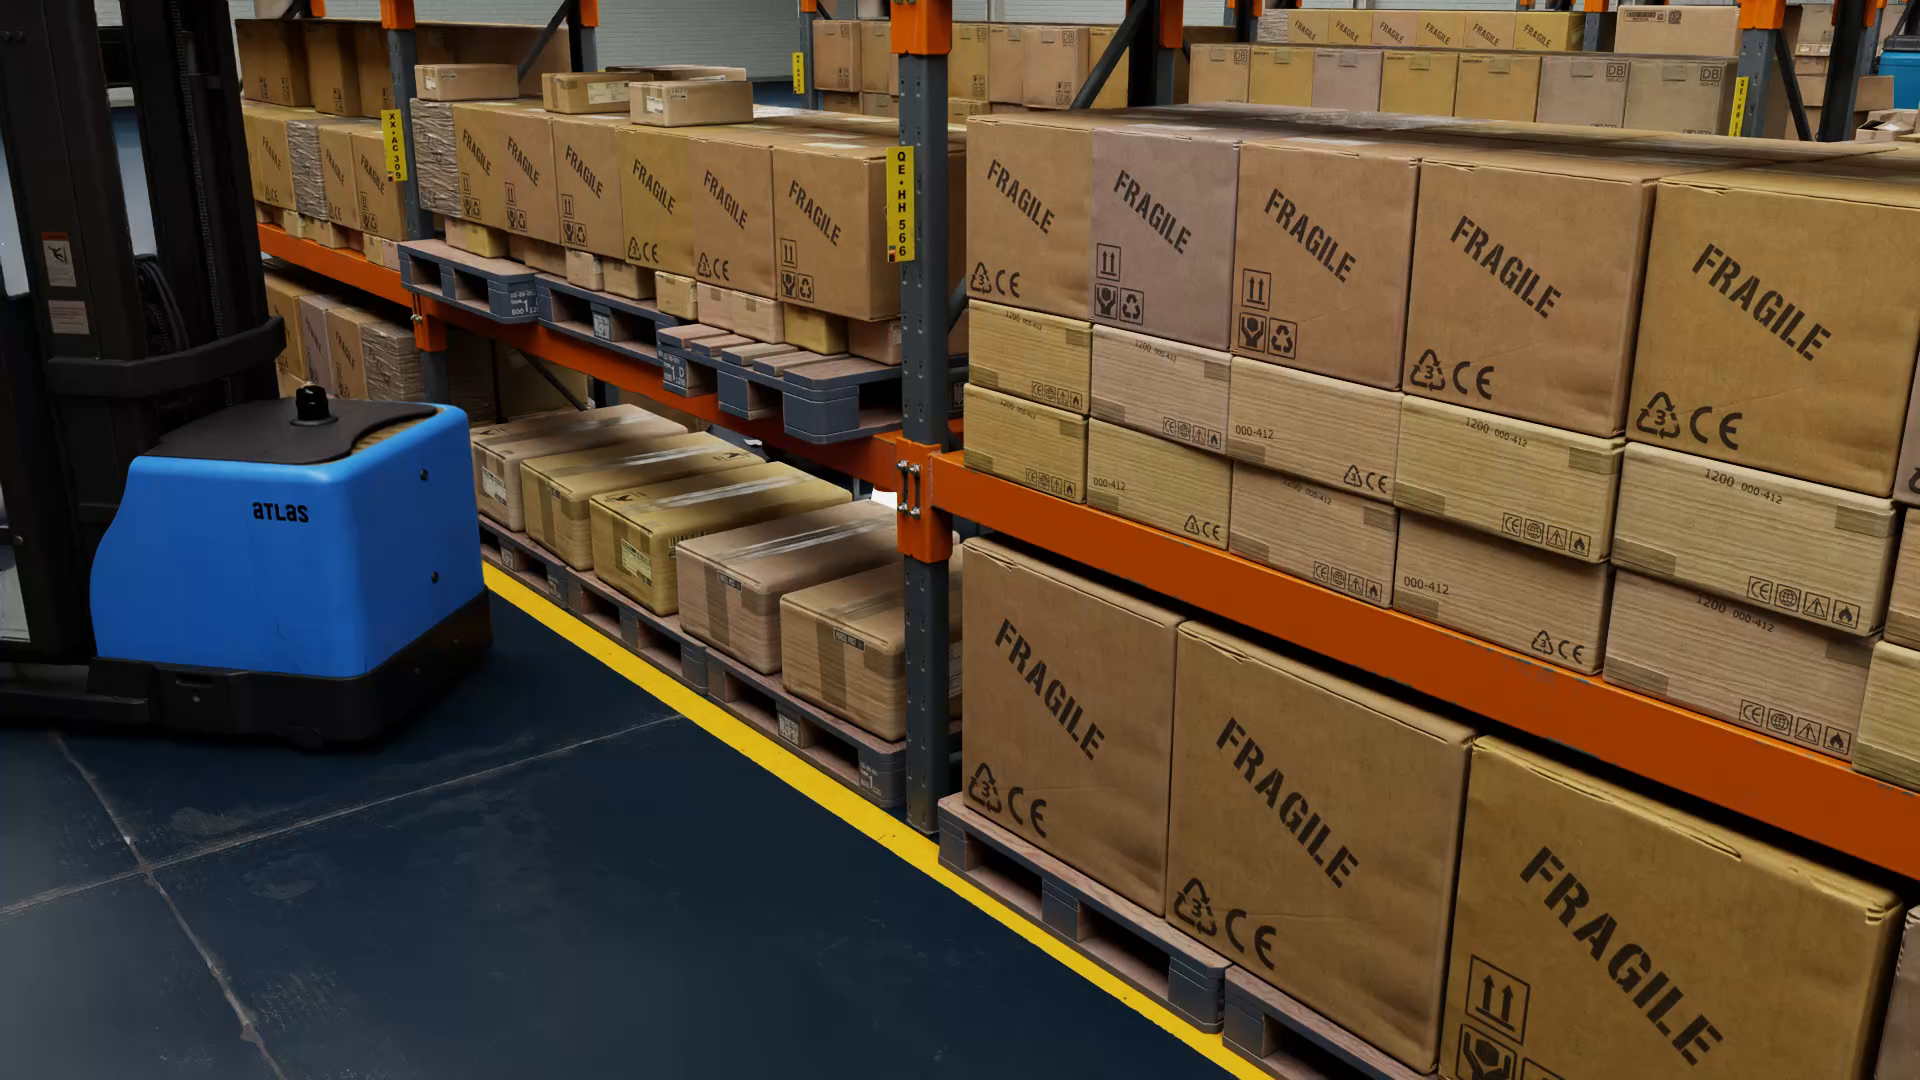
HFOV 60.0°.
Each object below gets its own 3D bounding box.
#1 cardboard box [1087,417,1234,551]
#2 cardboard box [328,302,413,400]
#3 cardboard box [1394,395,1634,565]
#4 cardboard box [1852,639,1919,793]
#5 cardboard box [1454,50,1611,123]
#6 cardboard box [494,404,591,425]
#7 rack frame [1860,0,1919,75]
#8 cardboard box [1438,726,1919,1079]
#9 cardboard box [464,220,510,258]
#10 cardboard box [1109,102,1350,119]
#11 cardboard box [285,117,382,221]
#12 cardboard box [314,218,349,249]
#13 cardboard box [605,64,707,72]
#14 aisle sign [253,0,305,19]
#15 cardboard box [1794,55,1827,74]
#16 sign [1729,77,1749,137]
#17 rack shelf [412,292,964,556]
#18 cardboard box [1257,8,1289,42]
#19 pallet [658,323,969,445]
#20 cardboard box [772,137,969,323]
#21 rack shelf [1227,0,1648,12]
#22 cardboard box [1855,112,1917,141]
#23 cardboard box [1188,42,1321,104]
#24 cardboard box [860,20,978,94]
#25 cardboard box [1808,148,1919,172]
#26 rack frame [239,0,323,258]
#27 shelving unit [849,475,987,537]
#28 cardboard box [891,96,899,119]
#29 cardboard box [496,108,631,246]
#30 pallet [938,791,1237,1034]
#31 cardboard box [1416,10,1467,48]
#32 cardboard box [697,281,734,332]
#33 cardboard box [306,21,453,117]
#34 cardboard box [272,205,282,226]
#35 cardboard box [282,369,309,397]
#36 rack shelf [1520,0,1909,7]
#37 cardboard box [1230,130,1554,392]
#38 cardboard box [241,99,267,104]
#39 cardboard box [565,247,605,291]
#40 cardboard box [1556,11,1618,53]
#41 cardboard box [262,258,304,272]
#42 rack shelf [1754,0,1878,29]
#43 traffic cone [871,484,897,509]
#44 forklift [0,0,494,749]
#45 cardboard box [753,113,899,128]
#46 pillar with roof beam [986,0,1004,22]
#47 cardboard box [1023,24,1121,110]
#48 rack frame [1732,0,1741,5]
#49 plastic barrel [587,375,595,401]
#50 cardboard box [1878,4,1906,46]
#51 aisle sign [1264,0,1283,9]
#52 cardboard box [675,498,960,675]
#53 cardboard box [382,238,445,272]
[{"bbox_3d":[0.691,-0.199,4.431,0.500,0.250,0.500,-15,23,-38],"label":"cardboard box"},{"bbox_3d":[-3.127,-1.017,9.176,0.500,0.500,0.500,-13,23,-35],"label":"cardboard box"},{"bbox_3d":[1.297,-0.176,3.566,0.500,0.250,0.500,-13,23,-35],"label":"cardboard box"},{"bbox_3d":[1.943,0.306,2.904,0.500,0.250,0.500,-14,23,-37],"label":"cardboard box"},{"bbox_3d":[3.163,-2.439,9.208,0.700,0.500,0.500,-14,23,-37],"label":"cardboard box"},{"bbox_3d":[-2.387,-0.641,9.233,0.500,0.250,0.500,-15,24,-39],"label":"cardboard box"},{"bbox_3d":[9.419,-4.450,17.029,1.000,3.000,0.127,-14,23,-36],"label":"rack frame"},{"bbox_3d":[1.720,0.873,3.665,0.875,0.875,0.875,-13,22,-35],"label":"cardboard box"},{"bbox_3d":[-1.989,-1.368,7.453,0.380,0.149,0.250,-13,23,-35],"label":"cardboard box"},{"bbox_3d":[0.777,-1.009,4.888,0.500,0.500,0.500,-15,23,-38],"label":"cardboard box"},{"bbox_3d":[-3.354,-2.051,9.153,0.500,0.500,0.500,-13,22,-35],"label":"cardboard box"},{"bbox_3d":[-3.304,-1.699,9.122,0.380,0.149,0.250,-14,23,-37],"label":"cardboard box"},{"bbox_3d":[-1.330,-2.008,7.322,0.380,0.149,0.250,-15,23,-38],"label":"cardboard box"},{"bbox_3d":[-4.527,-3.841,11.054,0.394,0.787,0.004,-14,23,-36],"label":"aisle sign"},{"bbox_3d":[11.430,-6.203,22.164,0.700,0.500,0.500,-13,22,-35],"label":"cardboard box"},{"bbox_3d":[3.636,-1.995,7.773,0.100,0.325,0.005,-14,23,-36],"label":"sign"},{"bbox_3d":[-0.990,-0.715,6.893,1.077,0.370,4.000,-14,23,-36],"label":"rack shelf"},{"bbox_3d":[3.181,-4.943,16.297,0.500,0.500,0.500,-14,23,-36],"label":"cardboard box"},{"bbox_3d":[-0.275,-0.627,5.790,1.213,0.211,1.003,-14,23,-36],"label":"pallet"},{"bbox_3d":[-0.249,-1.009,5.338,0.500,0.500,0.500,-15,23,-38],"label":"cardboard box"},{"bbox_3d":[4.294,-5.058,15.239,1.077,0.370,4.000,-14,23,-36],"label":"rack shelf"},{"bbox_3d":[6.773,-2.991,12.170,0.396,0.266,0.258,-15,23,-38],"label":"cardboard box"},{"bbox_3d":[1.898,-2.941,10.722,0.700,0.500,0.500,-14,23,-37],"label":"cardboard box"},{"bbox_3d":[-0.284,-3.893,13.391,0.875,0.550,0.550,-14,23,-36],"label":"cardboard box"},{"bbox_3d":[2.040,-0.508,3.376,0.500,0.500,0.500,-15,23,-37],"label":"cardboard box"},{"bbox_3d":[-4.716,-2.535,11.245,1.000,3.000,0.127,-14,23,-36],"label":"rack frame"},{"bbox_3d":[-0.042,-0.740,8.188,0.538,1.500,1.048,-14,24,-37],"label":"shelving unit"},{"bbox_3d":[-0.024,-3.220,13.078,0.875,0.550,0.550,-14,23,-36],"label":"cardboard box"},{"bbox_3d":[-1.558,-1.518,6.874,0.500,0.500,0.500,-14,23,-36],"label":"cardboard box"},{"bbox_3d":[0.682,0.969,5.099,1.003,0.211,1.213,-14,23,-36],"label":"pallet"},{"bbox_3d":[4.420,-4.450,14.807,0.500,0.500,0.500,-14,23,-36],"label":"cardboard box"},{"bbox_3d":[-0.701,-0.847,5.881,0.380,0.149,0.250,-15,24,-39],"label":"cardboard box"},{"bbox_3d":[-3.321,-2.733,9.621,0.700,0.500,0.500,-14,23,-36],"label":"cardboard box"},{"bbox_3d":[-3.878,-1.968,9.935,0.380,0.149,0.250,-13,22,-34],"label":"cardboard box"},{"bbox_3d":[-3.772,-0.917,10.065,0.500,0.250,0.500,-12,22,-32],"label":"cardboard box"},{"bbox_3d":[8.177,-6.025,18.159,1.077,0.370,4.000,-14,23,-36],"label":"rack shelf"},{"bbox_3d":[0.991,-0.665,3.850,0.500,0.500,0.500,-13,22,-35],"label":"cardboard box"},{"bbox_3d":[-4.639,-2.552,10.667,0.500,0.500,0.500,-14,23,-37],"label":"cardboard box"},{"bbox_3d":[-1.349,-1.105,6.658,0.380,0.149,0.250,-13,22,-34],"label":"cardboard box"},{"bbox_3d":[5.456,-4.307,14.375,0.500,0.500,0.500,-14,23,-36],"label":"cardboard box"},{"bbox_3d":[-4.416,-1.526,10.713,0.500,0.500,0.500,-15,23,-38],"label":"cardboard box"},{"bbox_3d":[5.311,-2.144,6.438,1.077,0.370,4.000,-14,23,-36],"label":"rack shelf"},{"bbox_3d":[-0.365,-0.312,8.570,0.336,0.463,0.334,-14,23,-36],"label":"traffic cone"},{"bbox_3d":[-3.490,-0.855,6.283,3.031,2.935,1.130,4,19,11],"label":"forklift"},{"bbox_3d":[-0.511,-1.364,6.410,0.500,0.500,0.500,-14,23,-35],"label":"cardboard box"},{"bbox_3d":[-2.462,-15.287,40.213,9.100,9.000,0.400,-14,23,-36],"label":"pillar with roof beam"},{"bbox_3d":[0.951,-3.334,11.704,0.875,0.550,0.550,-14,23,-36],"label":"cardboard box"},{"bbox_3d":[10.820,-6.401,22.922,1.000,3.000,0.127,-14,23,-36],"label":"rack frame"},{"bbox_3d":[-2.247,-1.098,11.005,0.512,0.421,0.421,1,18,2],"label":"plastic barrel"},{"bbox_3d":[12.089,-6.558,21.173,0.700,0.500,0.500,-14,23,-36],"label":"cardboard box"},{"bbox_3d":[3.249,-5.777,16.901,0.394,0.787,0.004,-14,23,-36],"label":"aisle sign"},{"bbox_3d":[-0.556,0.163,6.610,0.950,0.372,0.625,-15,23,-37],"label":"cardboard box"},{"bbox_3d":[-2.671,-1.449,8.367,0.380,0.149,0.250,-14,23,-37],"label":"cardboard box"}]
